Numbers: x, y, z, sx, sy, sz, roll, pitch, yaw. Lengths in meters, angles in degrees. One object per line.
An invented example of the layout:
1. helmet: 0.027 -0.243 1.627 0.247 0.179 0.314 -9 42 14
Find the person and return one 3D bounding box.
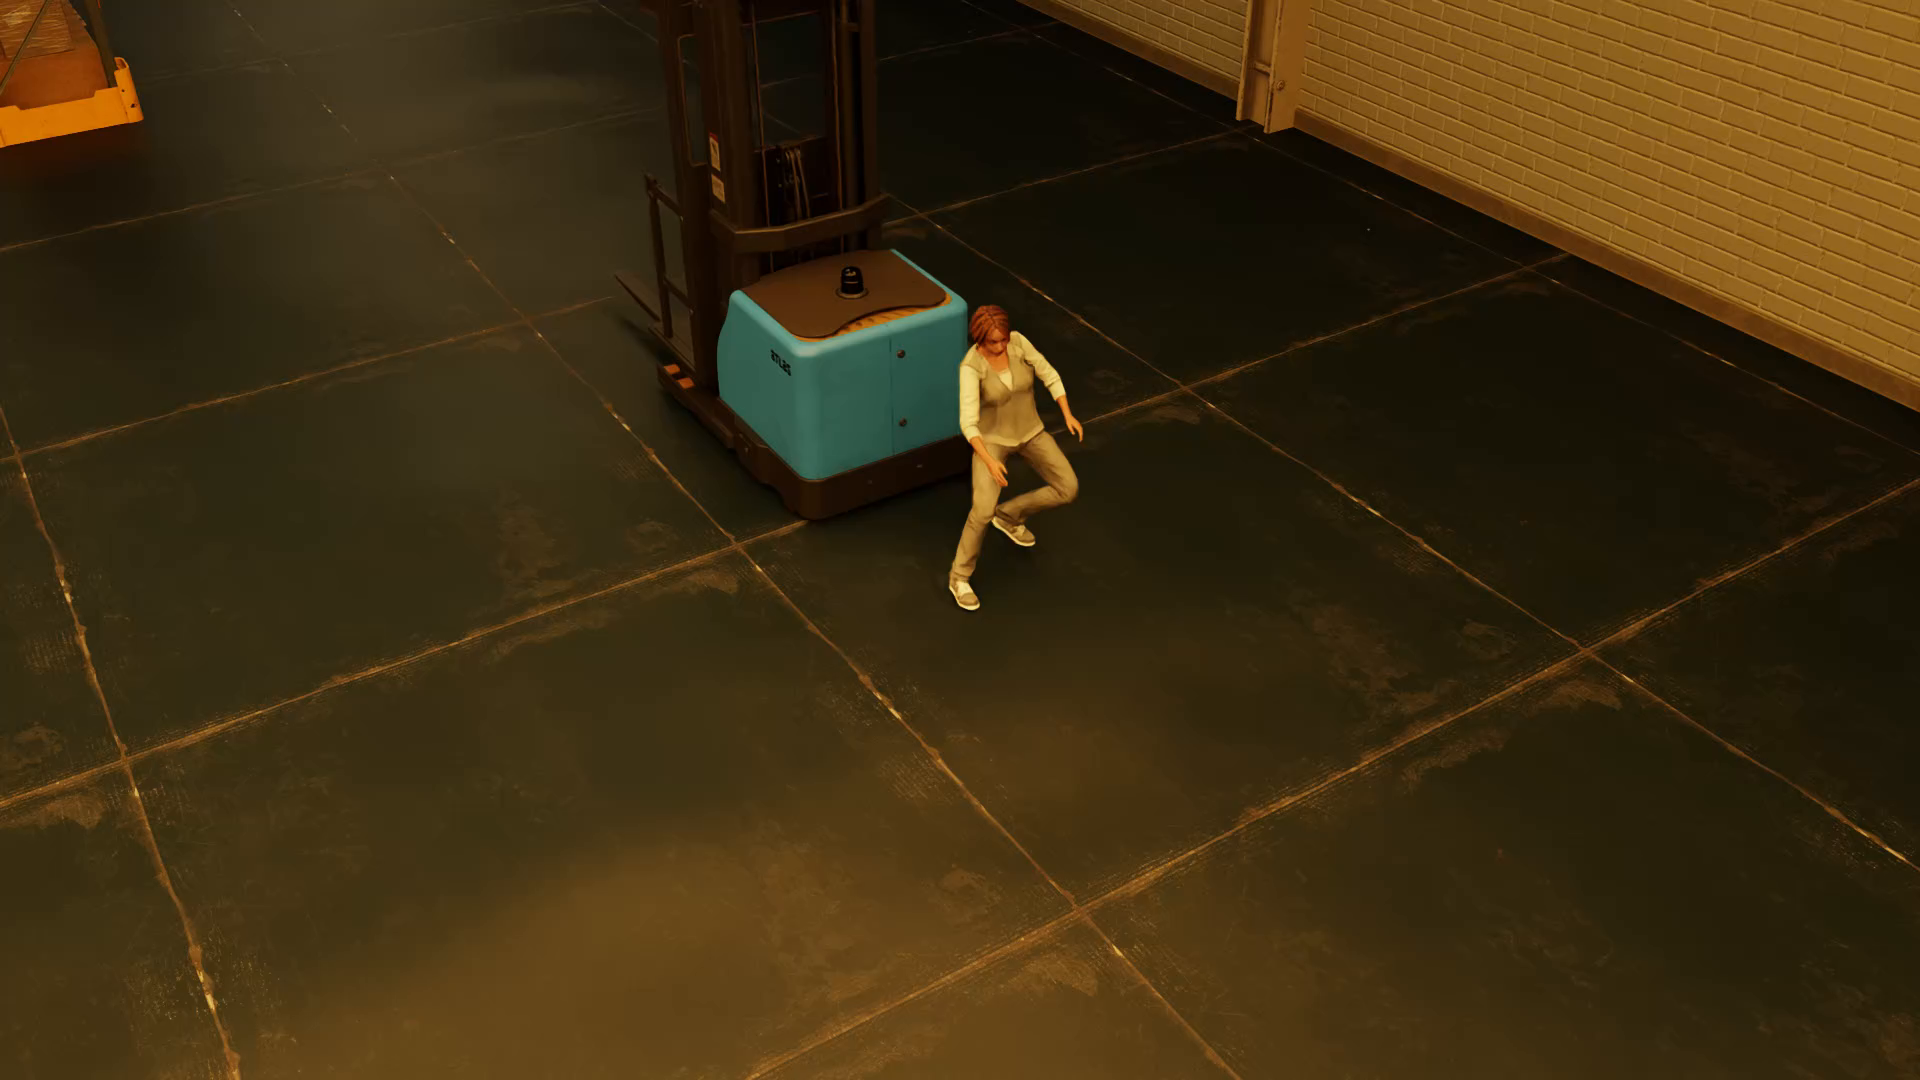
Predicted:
1. person: 0.238 -0.432 8.058 0.701 1.427 0.639 -15 38 -20

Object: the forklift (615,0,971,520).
1. forklift: -1.151 -2.121 9.166 1.130 2.935 3.031 -20 40 -26
